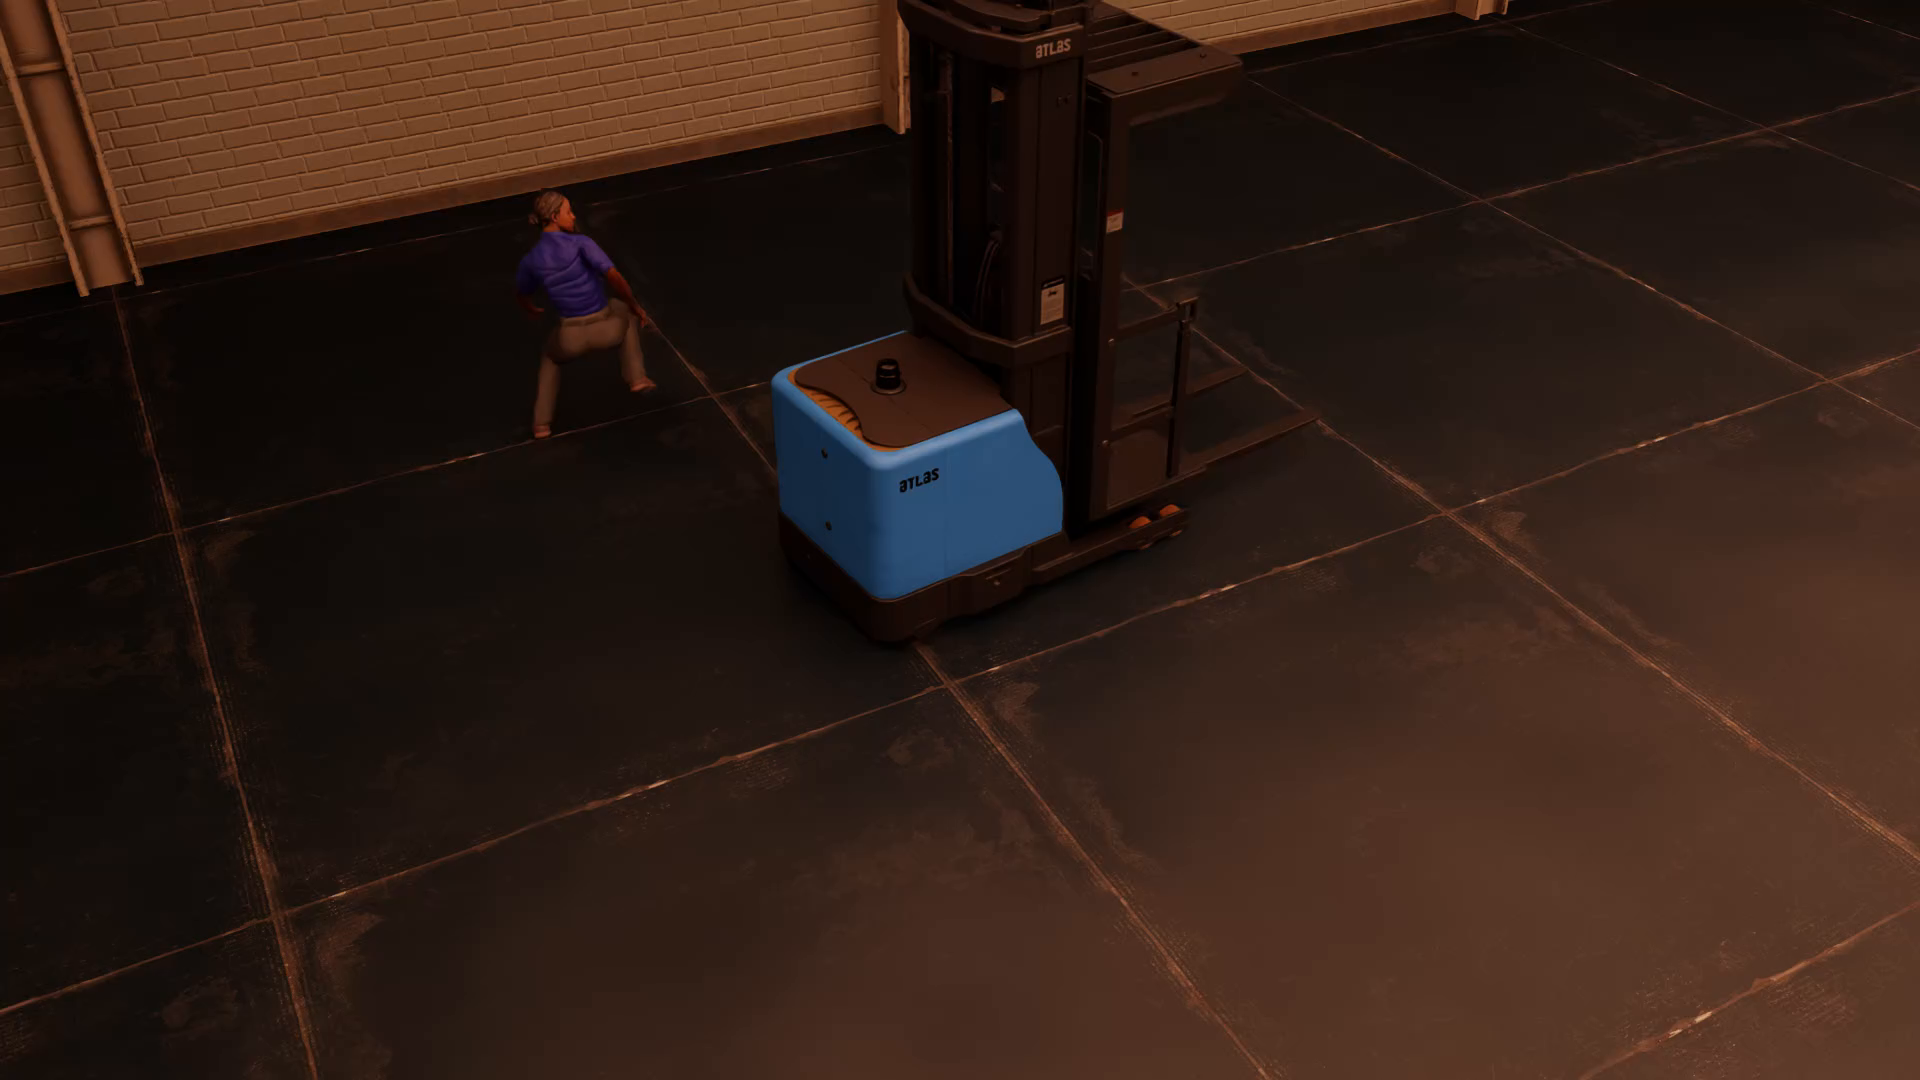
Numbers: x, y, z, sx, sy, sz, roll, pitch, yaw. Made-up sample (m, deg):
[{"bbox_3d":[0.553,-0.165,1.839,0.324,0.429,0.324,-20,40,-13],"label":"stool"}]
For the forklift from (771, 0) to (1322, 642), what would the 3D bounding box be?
[{"bbox_3d":[0.585,-1.378,8.072,3.031,2.935,1.130,-22,41,-28],"label":"forklift"}]

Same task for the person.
[{"bbox_3d":[-2.118,-1.258,9.264,0.743,1.435,0.617,-4,35,-5],"label":"person"}]
